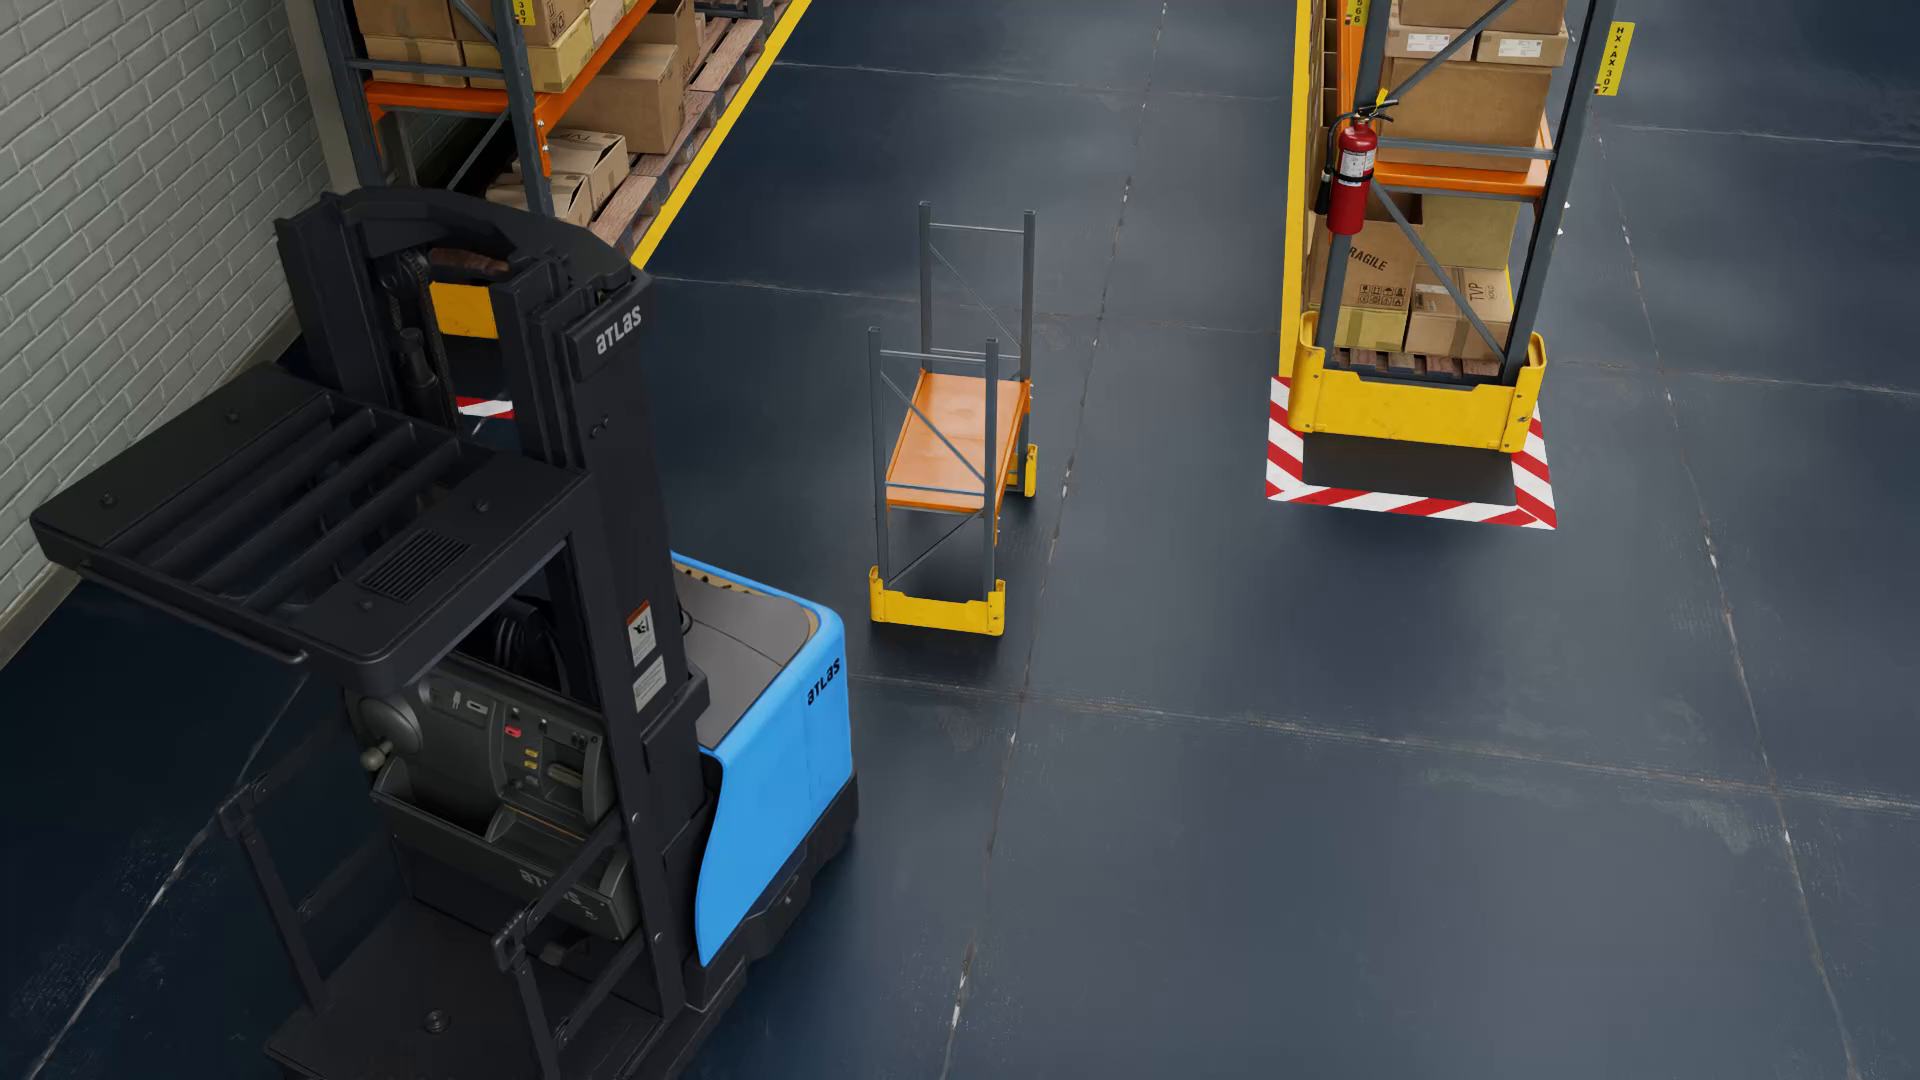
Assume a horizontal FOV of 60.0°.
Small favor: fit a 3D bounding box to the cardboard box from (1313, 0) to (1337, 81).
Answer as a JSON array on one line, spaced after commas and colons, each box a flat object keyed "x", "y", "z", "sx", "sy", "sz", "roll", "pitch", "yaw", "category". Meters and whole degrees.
[{"x": 2.492, "y": -3.102, "z": 10.387, "sx": 0.500, "sy": 0.500, "sz": 0.500, "roll": 6, "pitch": 40, "yaw": 8, "category": "cardboard box"}]

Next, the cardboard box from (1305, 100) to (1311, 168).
[{"x": 2.397, "y": -2.500, "z": 10.248, "sx": 0.500, "sy": 0.250, "sz": 0.500, "roll": 6, "pitch": 40, "yaw": 8, "category": "cardboard box"}]

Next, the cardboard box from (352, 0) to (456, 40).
[{"x": -2.740, "y": -2.873, "z": 8.385, "sx": 0.500, "sy": 0.500, "sz": 0.500, "roll": 6, "pitch": 40, "yaw": 7, "category": "cardboard box"}]

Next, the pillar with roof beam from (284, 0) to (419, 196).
[{"x": 0.897, "y": -4.687, "z": 6.357, "sx": 9.100, "sy": 9.000, "sz": 0.400, "roll": 6, "pitch": 40, "yaw": 8, "category": "pillar with roof beam"}]

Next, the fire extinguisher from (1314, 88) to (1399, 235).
[{"x": 1.789, "y": -1.719, "z": 7.535, "sx": 0.296, "sy": 0.674, "sz": 0.183, "roll": 6, "pitch": 40, "yaw": 8, "category": "fire extinguisher"}]

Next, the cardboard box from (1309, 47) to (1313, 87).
[{"x": 2.580, "y": -3.126, "z": 11.006, "sx": 0.500, "sy": 0.250, "sz": 0.500, "roll": 6, "pitch": 40, "yaw": 8, "category": "cardboard box"}]

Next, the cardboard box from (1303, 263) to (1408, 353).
[{"x": 2.069, "y": -1.243, "z": 8.727, "sx": 0.500, "sy": 0.250, "sz": 0.500, "roll": 6, "pitch": 40, "yaw": 8, "category": "cardboard box"}]

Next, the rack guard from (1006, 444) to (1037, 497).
[{"x": 0.073, "y": -0.361, "z": 7.991, "sx": 0.587, "sy": 0.250, "sz": 0.087, "roll": 6, "pitch": 40, "yaw": 8, "category": "rack guard"}]

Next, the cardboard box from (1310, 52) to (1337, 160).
[{"x": 2.313, "y": -2.475, "z": 9.629, "sx": 0.500, "sy": 0.500, "sz": 0.500, "roll": 6, "pitch": 40, "yaw": 8, "category": "cardboard box"}]

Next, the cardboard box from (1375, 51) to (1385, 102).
[{"x": 2.446, "y": -2.432, "z": 8.259, "sx": 0.700, "sy": 0.500, "sz": 0.500, "roll": 7, "pitch": 40, "yaw": 9, "category": "cardboard box"}]

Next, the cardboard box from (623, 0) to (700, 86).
[{"x": -2.061, "y": -3.376, "z": 11.096, "sx": 0.500, "sy": 0.500, "sz": 0.500, "roll": 4, "pitch": 40, "yaw": 4, "category": "cardboard box"}]

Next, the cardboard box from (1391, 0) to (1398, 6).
[{"x": 2.189, "y": -2.485, "z": 7.814, "sx": 0.380, "sy": 0.149, "sz": 0.250, "roll": 7, "pitch": 40, "yaw": 9, "category": "cardboard box"}]

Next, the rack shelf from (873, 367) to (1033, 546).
[{"x": -0.015, "y": -0.386, "z": 7.322, "sx": 0.538, "sy": 0.185, "sz": 1.000, "roll": 6, "pitch": 40, "yaw": 8, "category": "rack shelf"}]

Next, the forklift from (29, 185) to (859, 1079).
[{"x": -1.513, "y": 0.641, "z": 4.674, "sx": 1.130, "sy": 2.935, "sz": 3.031, "roll": 18, "pitch": 43, "yaw": 21, "category": "forklift"}]

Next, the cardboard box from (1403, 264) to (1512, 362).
[{"x": 2.579, "y": -1.186, "z": 8.658, "sx": 0.500, "sy": 0.250, "sz": 0.500, "roll": 6, "pitch": 40, "yaw": 8, "category": "cardboard box"}]

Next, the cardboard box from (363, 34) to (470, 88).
[{"x": -2.723, "y": -2.580, "z": 8.618, "sx": 0.500, "sy": 0.250, "sz": 0.500, "roll": 7, "pitch": 40, "yaw": 8, "category": "cardboard box"}]

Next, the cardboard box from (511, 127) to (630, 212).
[{"x": -2.306, "y": -2.231, "z": 9.859, "sx": 0.500, "sy": 0.311, "sz": 0.500, "roll": 10, "pitch": 41, "yaw": 11, "category": "cardboard box"}]

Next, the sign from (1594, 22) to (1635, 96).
[{"x": 2.813, "y": -2.071, "z": 7.159, "sx": 0.100, "sy": 0.325, "sz": 0.005, "roll": 6, "pitch": 40, "yaw": 8, "category": "sign"}]

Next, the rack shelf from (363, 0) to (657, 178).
[{"x": -2.267, "y": -3.293, "z": 9.944, "sx": 1.077, "sy": 0.370, "sz": 4.000, "roll": 6, "pitch": 40, "yaw": 8, "category": "rack shelf"}]

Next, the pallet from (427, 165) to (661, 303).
[{"x": -2.424, "y": -1.794, "z": 9.754, "sx": 1.003, "sy": 0.211, "sz": 1.213, "roll": 6, "pitch": 40, "yaw": 8, "category": "pallet"}]

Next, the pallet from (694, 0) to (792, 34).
[{"x": -1.787, "y": -4.240, "z": 12.712, "sx": 1.003, "sy": 0.211, "sz": 1.213, "roll": 6, "pitch": 40, "yaw": 8, "category": "pallet"}]

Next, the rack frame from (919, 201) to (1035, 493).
[{"x": 0.073, "y": -0.844, "z": 7.593, "sx": 0.500, "sy": 1.500, "sz": 0.032, "roll": 6, "pitch": 40, "yaw": 8, "category": "rack frame"}]

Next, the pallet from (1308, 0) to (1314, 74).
[{"x": 3.048, "y": -3.674, "z": 12.028, "sx": 1.003, "sy": 0.211, "sz": 1.213, "roll": 6, "pitch": 40, "yaw": 8, "category": "pallet"}]

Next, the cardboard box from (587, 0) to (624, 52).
[{"x": -2.140, "y": -2.864, "z": 8.962, "sx": 0.500, "sy": 0.250, "sz": 0.500, "roll": 5, "pitch": 40, "yaw": 6, "category": "cardboard box"}]

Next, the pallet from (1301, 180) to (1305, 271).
[{"x": 2.571, "y": -1.945, "z": 9.936, "sx": 1.003, "sy": 0.211, "sz": 1.213, "roll": 6, "pitch": 40, "yaw": 8, "category": "pallet"}]

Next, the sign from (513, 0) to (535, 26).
[{"x": -2.078, "y": -2.589, "z": 7.848, "sx": 0.100, "sy": 0.325, "sz": 0.005, "roll": 6, "pitch": 40, "yaw": 8, "category": "sign"}]

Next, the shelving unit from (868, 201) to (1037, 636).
[{"x": -0.013, "y": -0.530, "z": 7.214, "sx": 0.587, "sy": 1.500, "sz": 1.083, "roll": 6, "pitch": 40, "yaw": 8, "category": "shelving unit"}]

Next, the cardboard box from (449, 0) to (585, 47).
[{"x": -2.234, "y": -2.821, "z": 8.321, "sx": 0.500, "sy": 0.500, "sz": 0.500, "roll": 6, "pitch": 40, "yaw": 8, "category": "cardboard box"}]

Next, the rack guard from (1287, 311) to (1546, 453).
[{"x": 2.263, "y": -0.793, "z": 8.317, "sx": 1.175, "sy": 0.500, "sz": 0.348, "roll": 6, "pitch": 40, "yaw": 8, "category": "rack guard"}]

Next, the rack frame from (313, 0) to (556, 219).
[{"x": -2.613, "y": -2.315, "z": 8.196, "sx": 1.000, "sy": 3.000, "sz": 0.127, "roll": 6, "pitch": 40, "yaw": 8, "category": "rack frame"}]

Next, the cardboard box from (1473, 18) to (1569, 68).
[{"x": 2.547, "y": -2.282, "z": 7.569, "sx": 0.380, "sy": 0.149, "sz": 0.250, "roll": 6, "pitch": 40, "yaw": 7, "category": "cardboard box"}]

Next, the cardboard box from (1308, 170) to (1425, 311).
[{"x": 2.067, "y": -1.532, "z": 8.489, "sx": 0.500, "sy": 0.500, "sz": 0.500, "roll": 6, "pitch": 40, "yaw": 8, "category": "cardboard box"}]

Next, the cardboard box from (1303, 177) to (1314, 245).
[{"x": 2.228, "y": -1.872, "z": 9.488, "sx": 0.500, "sy": 0.250, "sz": 0.500, "roll": 6, "pitch": 40, "yaw": 8, "category": "cardboard box"}]
